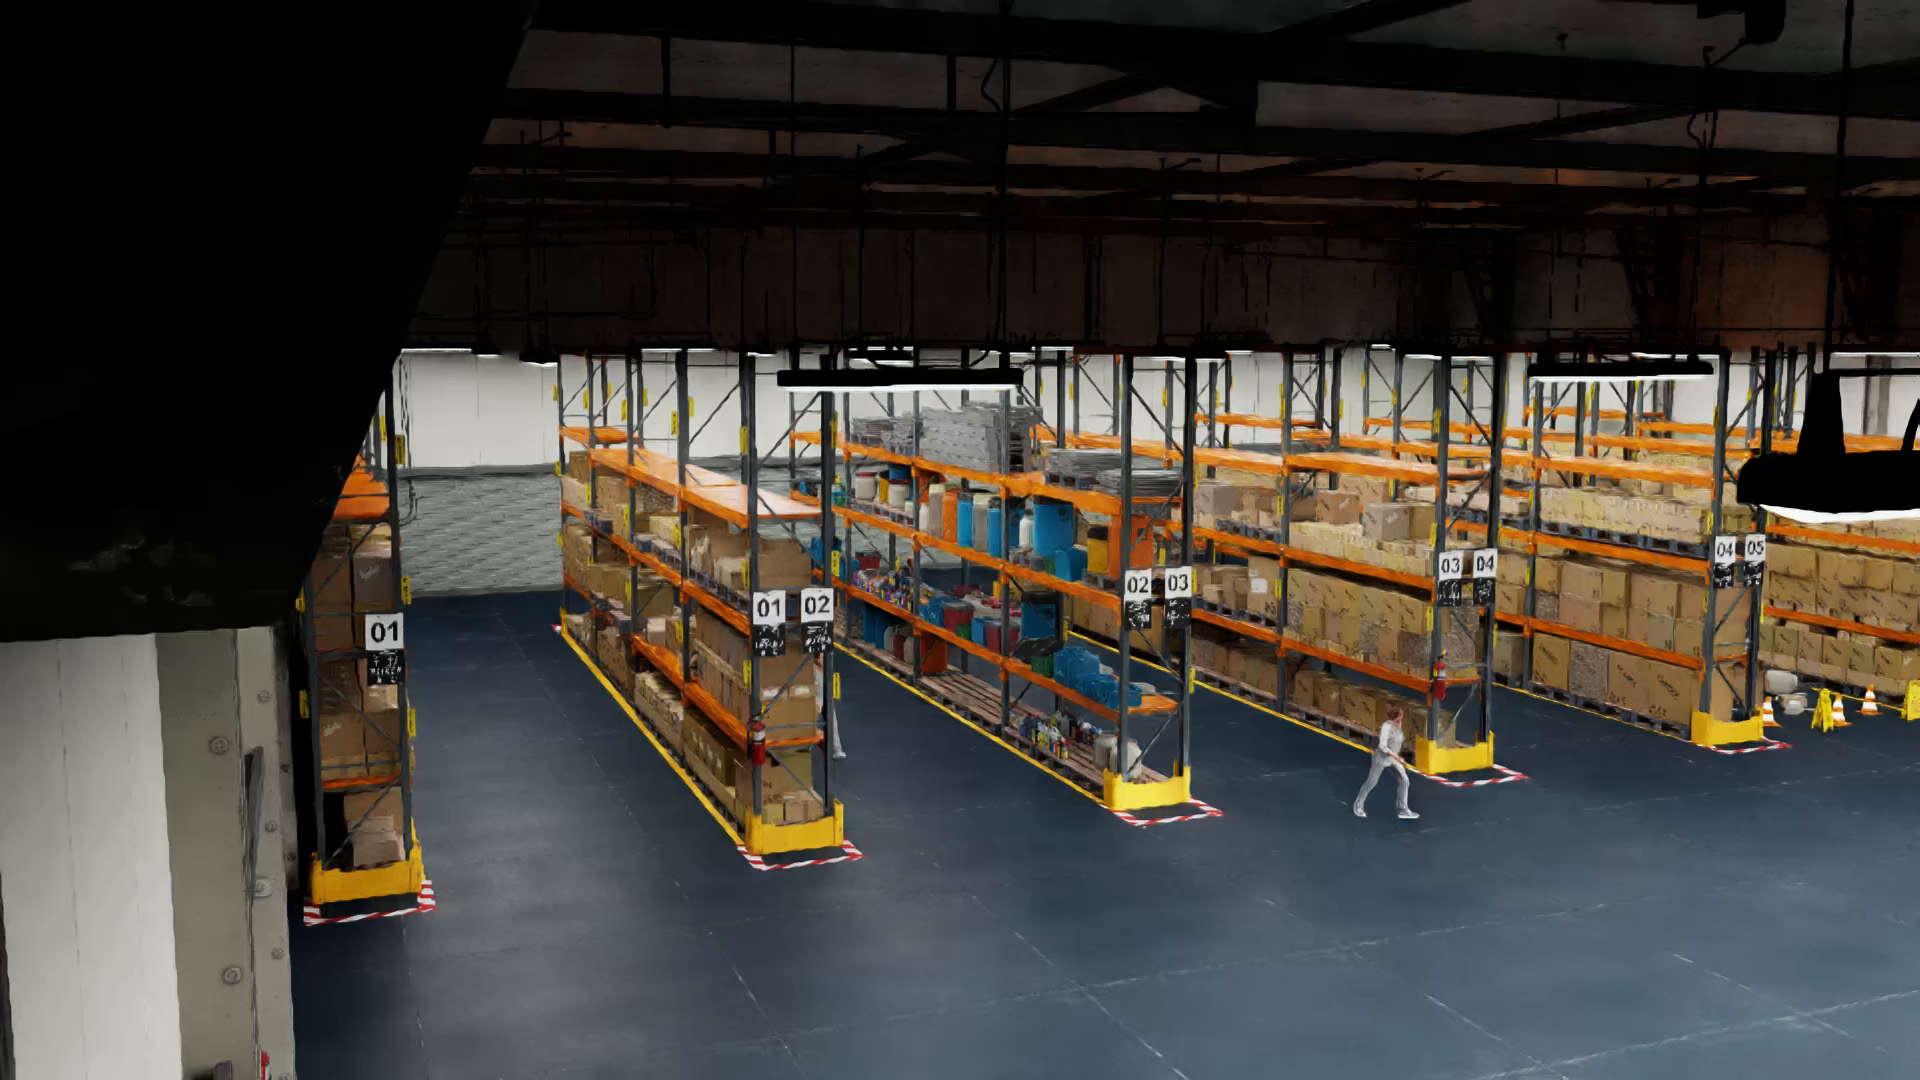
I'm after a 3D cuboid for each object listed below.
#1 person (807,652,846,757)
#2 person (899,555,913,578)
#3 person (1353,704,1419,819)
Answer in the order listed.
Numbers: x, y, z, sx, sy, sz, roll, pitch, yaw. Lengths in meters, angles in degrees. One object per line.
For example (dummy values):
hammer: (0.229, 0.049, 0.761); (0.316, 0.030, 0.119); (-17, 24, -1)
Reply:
person: (-2.068, 2.398, 24.645); (0.444, 1.604, 1.016); (-4, 8, -28)
person: (-1.070, 1.133, 34.373); (0.651, 1.674, 0.741); (-7, 10, -44)
person: (5.505, 2.841, 21.488); (0.562, 1.528, 0.777); (-6, 9, -40)
